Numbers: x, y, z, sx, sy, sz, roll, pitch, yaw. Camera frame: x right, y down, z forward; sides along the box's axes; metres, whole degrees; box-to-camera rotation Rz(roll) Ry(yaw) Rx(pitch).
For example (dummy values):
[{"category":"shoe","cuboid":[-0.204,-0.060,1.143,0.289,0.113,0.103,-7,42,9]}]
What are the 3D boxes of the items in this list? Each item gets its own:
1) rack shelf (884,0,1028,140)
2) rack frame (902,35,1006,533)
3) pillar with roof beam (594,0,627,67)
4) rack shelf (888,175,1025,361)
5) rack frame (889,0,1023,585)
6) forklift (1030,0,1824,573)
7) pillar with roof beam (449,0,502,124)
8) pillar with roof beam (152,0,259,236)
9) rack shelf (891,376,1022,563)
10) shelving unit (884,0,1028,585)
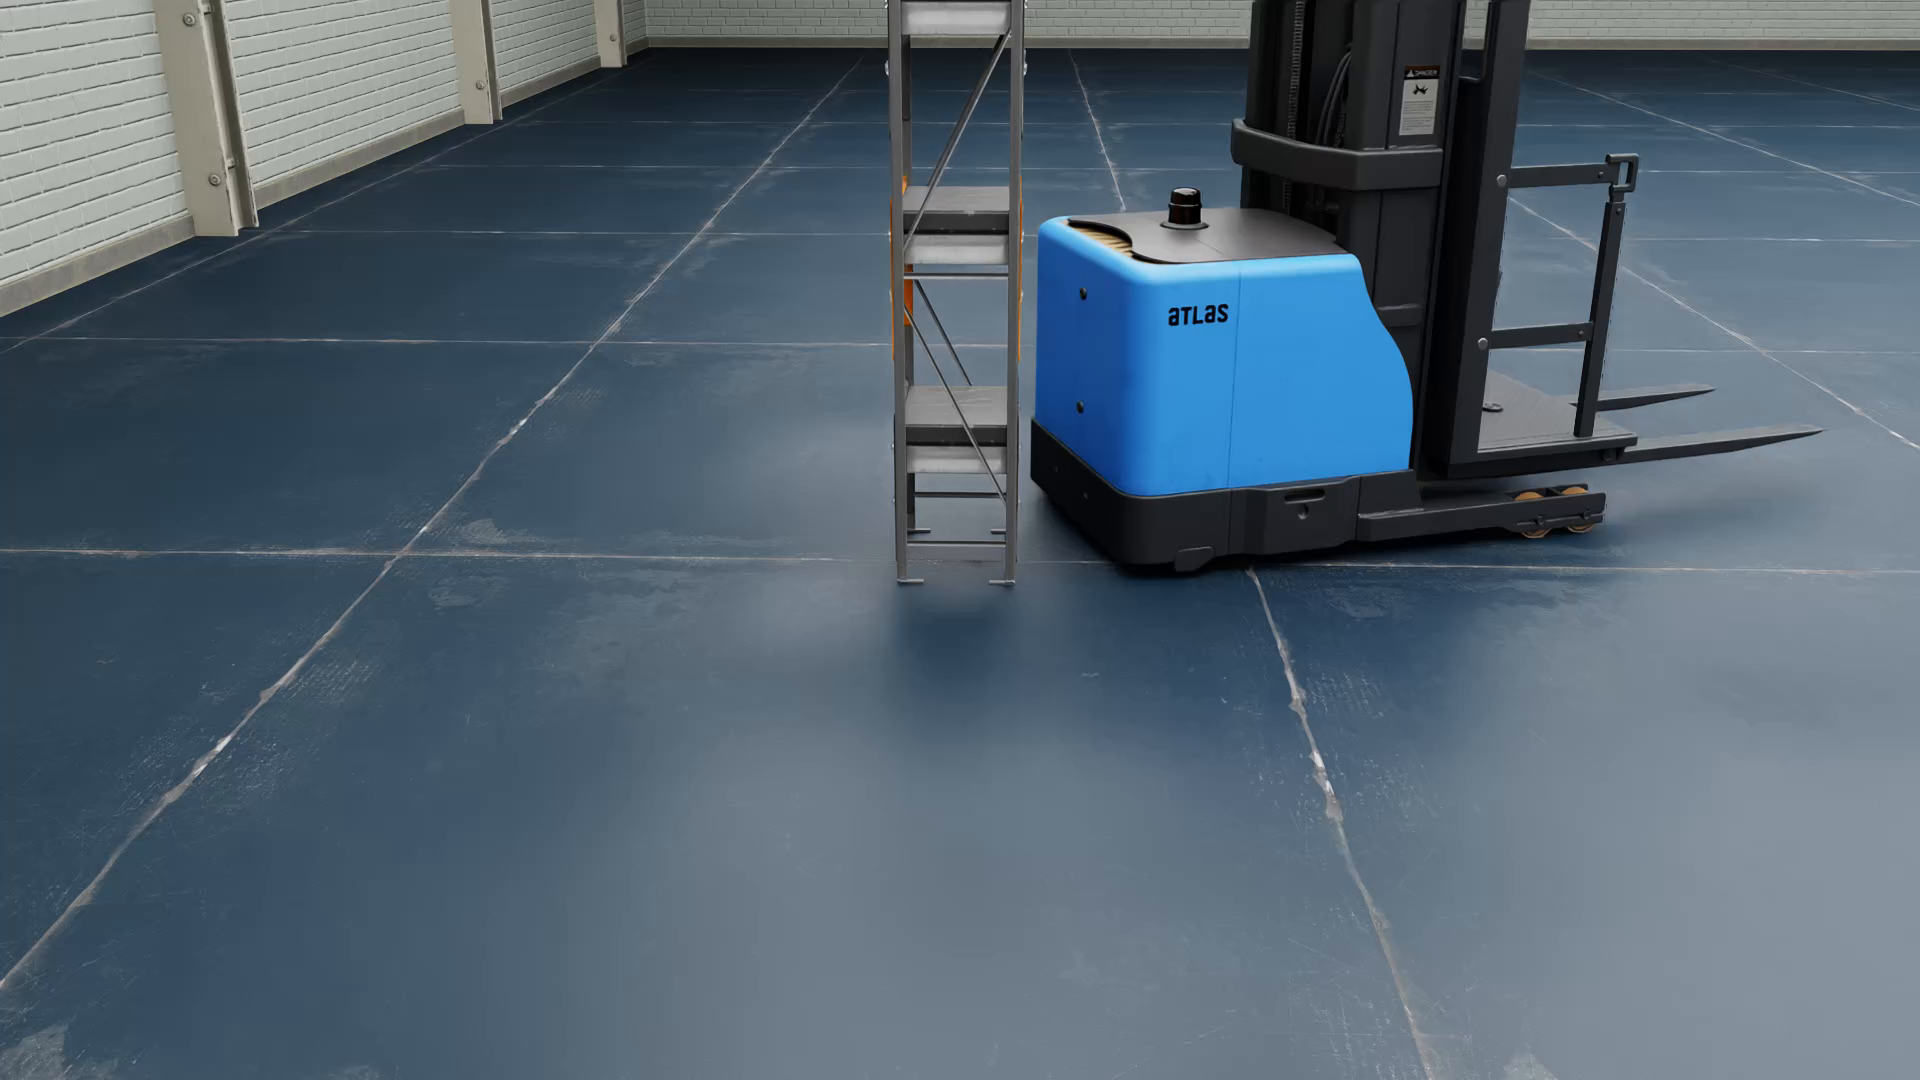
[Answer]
[{"category":"rack shelf","cuboid":[-0.005,-1.559,5.247,0.431,0.518,0.480,1,21,2]},{"category":"rack frame","cuboid":[0.002,-1.007,5.722,0.400,2.100,0.015,1,21,2]},{"category":"pillar with roof beam","cuboid":[-0.447,-10.641,21.014,9.100,9.000,0.400,1,21,2]},{"category":"rack shelf","cuboid":[-0.005,-0.906,5.500,0.431,0.518,0.480,1,21,2]},{"category":"rack frame","cuboid":[-0.012,-0.831,5.267,0.400,2.100,0.015,1,21,2]},{"category":"forklift","cuboid":[1.848,-1.547,5.964,3.031,2.935,1.130,-6,22,-16]},{"category":"pillar with roof beam","cuboid":[-0.630,-8.472,15.423,9.100,9.000,0.400,1,21,2]},{"category":"pillar with roof beam","cuboid":[-0.812,-6.302,9.832,9.100,9.000,0.400,1,21,2]},{"category":"rack shelf","cuboid":[-0.005,-0.254,5.753,0.431,0.518,0.480,1,21,2]},{"category":"shelving unit","cuboid":[-0.005,-0.919,5.495,0.431,2.100,0.503,1,21,2]}]
